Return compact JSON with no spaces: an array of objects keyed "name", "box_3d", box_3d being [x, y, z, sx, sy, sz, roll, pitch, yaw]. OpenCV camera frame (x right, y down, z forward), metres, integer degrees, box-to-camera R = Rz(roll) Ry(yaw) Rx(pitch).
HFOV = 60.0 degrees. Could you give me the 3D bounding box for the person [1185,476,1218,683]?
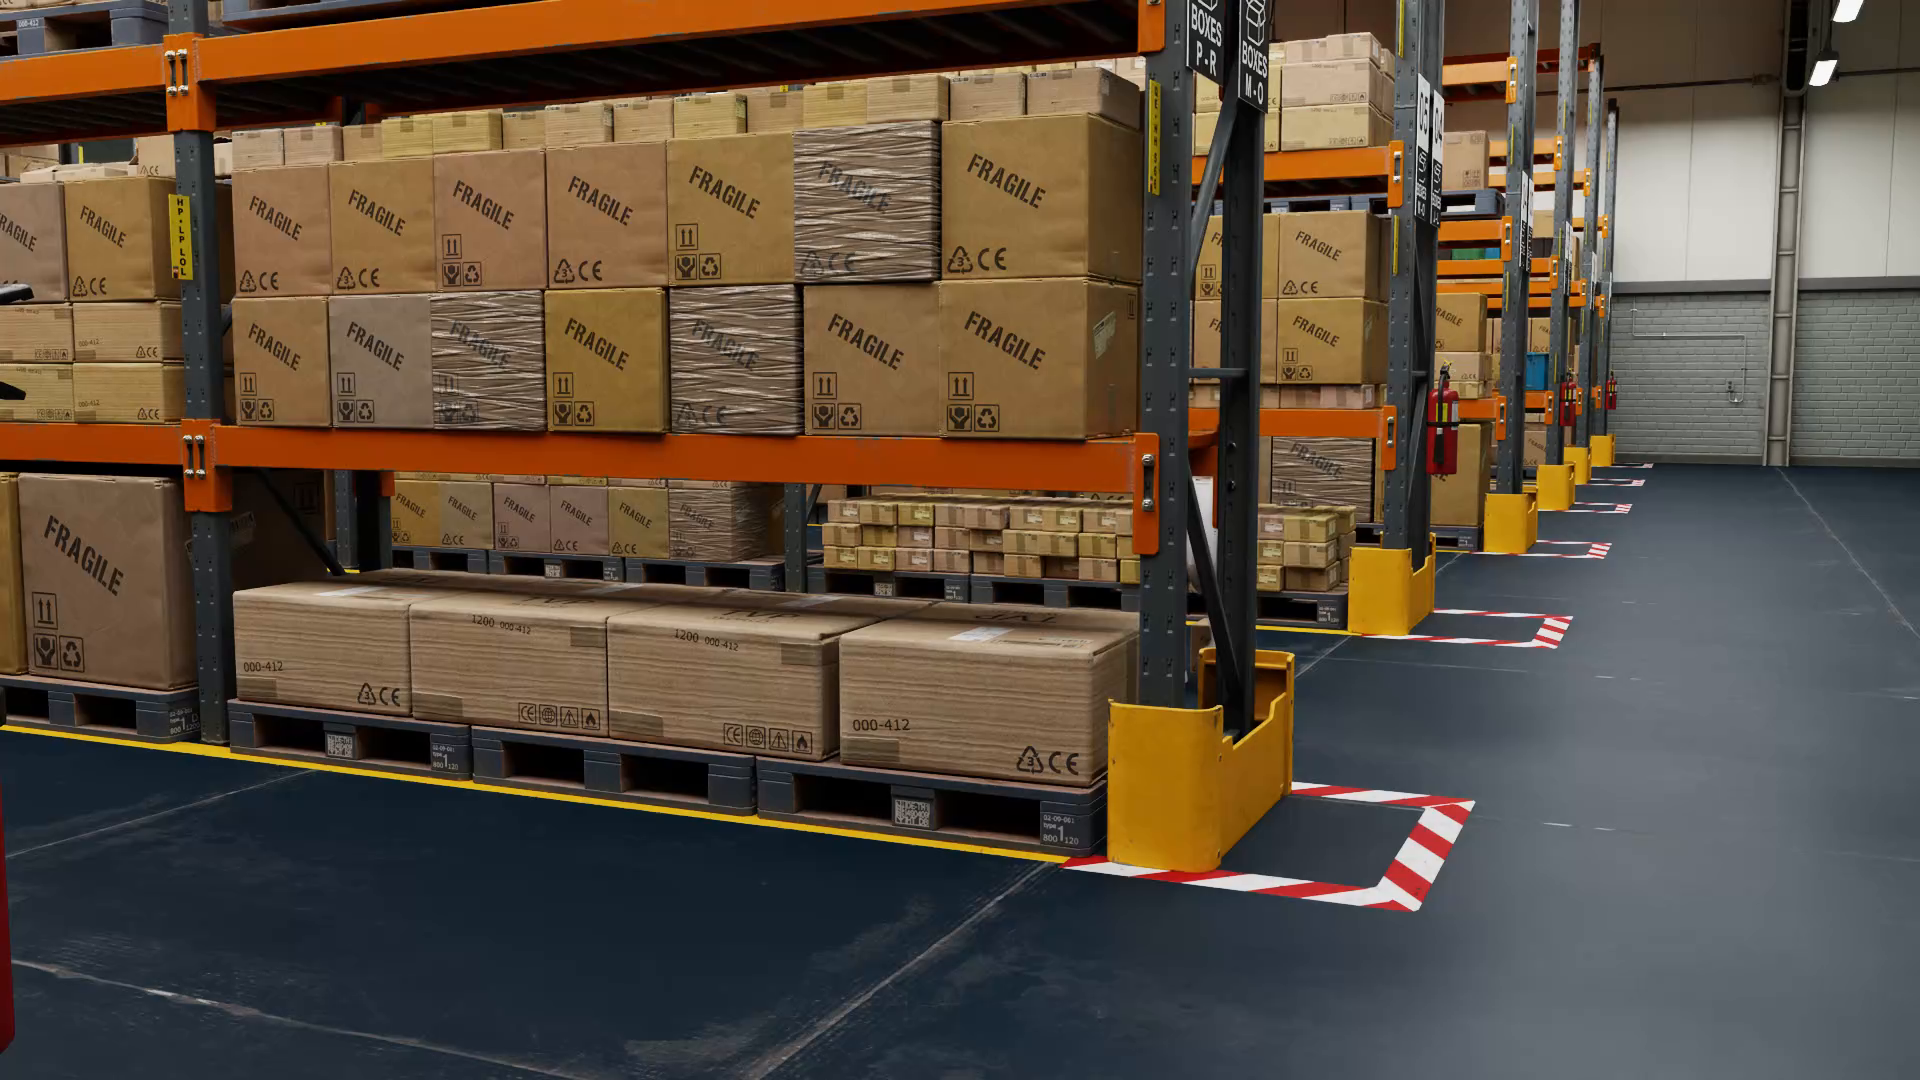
[{"name":"person","box_3d":[1.147,0.143,8.085,0.494,1.130,0.750,2,6,23]}]
